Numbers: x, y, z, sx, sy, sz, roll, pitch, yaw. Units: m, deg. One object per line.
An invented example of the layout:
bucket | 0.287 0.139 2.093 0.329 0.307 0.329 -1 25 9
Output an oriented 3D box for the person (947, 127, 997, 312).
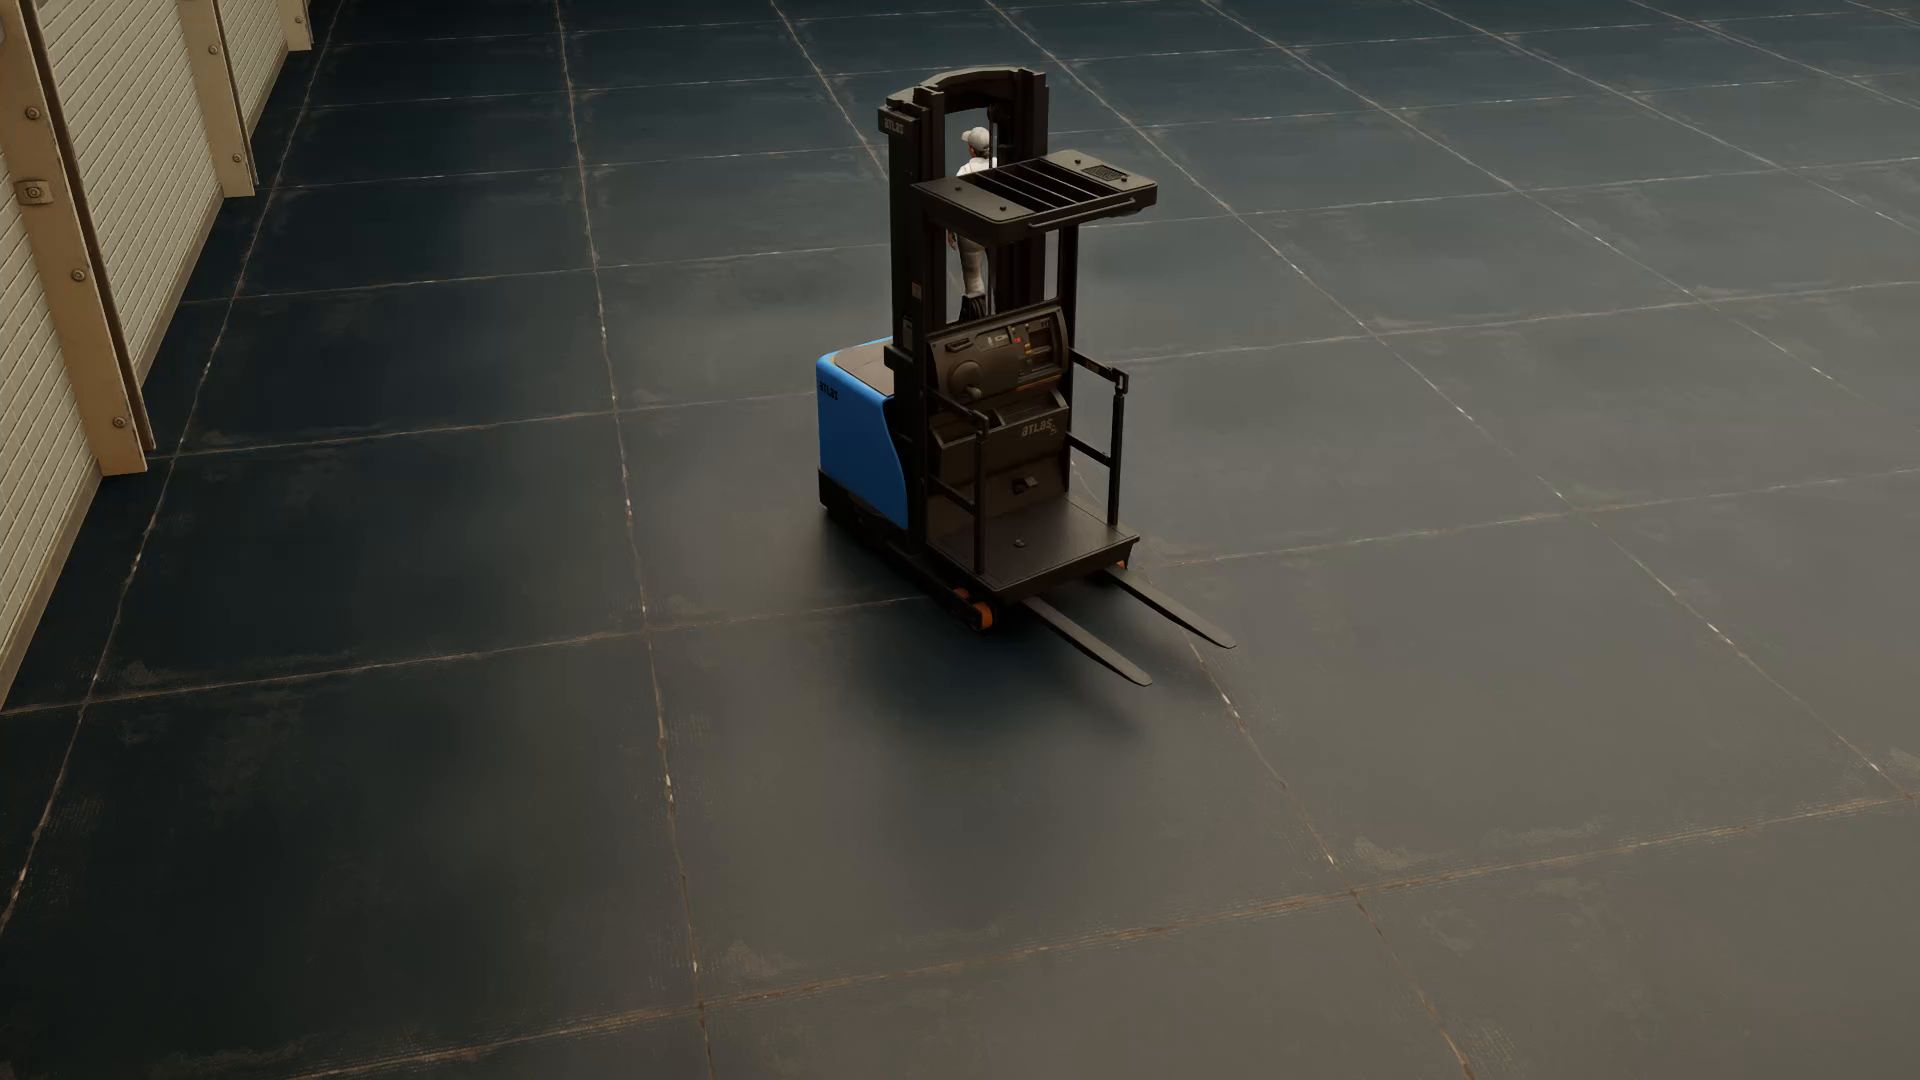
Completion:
person | 0.164 -2.446 13.046 0.599 1.669 0.529 -10 31 -16

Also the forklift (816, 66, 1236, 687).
forklift | 0.355 -1.021 9.338 1.130 2.935 3.031 -20 35 -30
